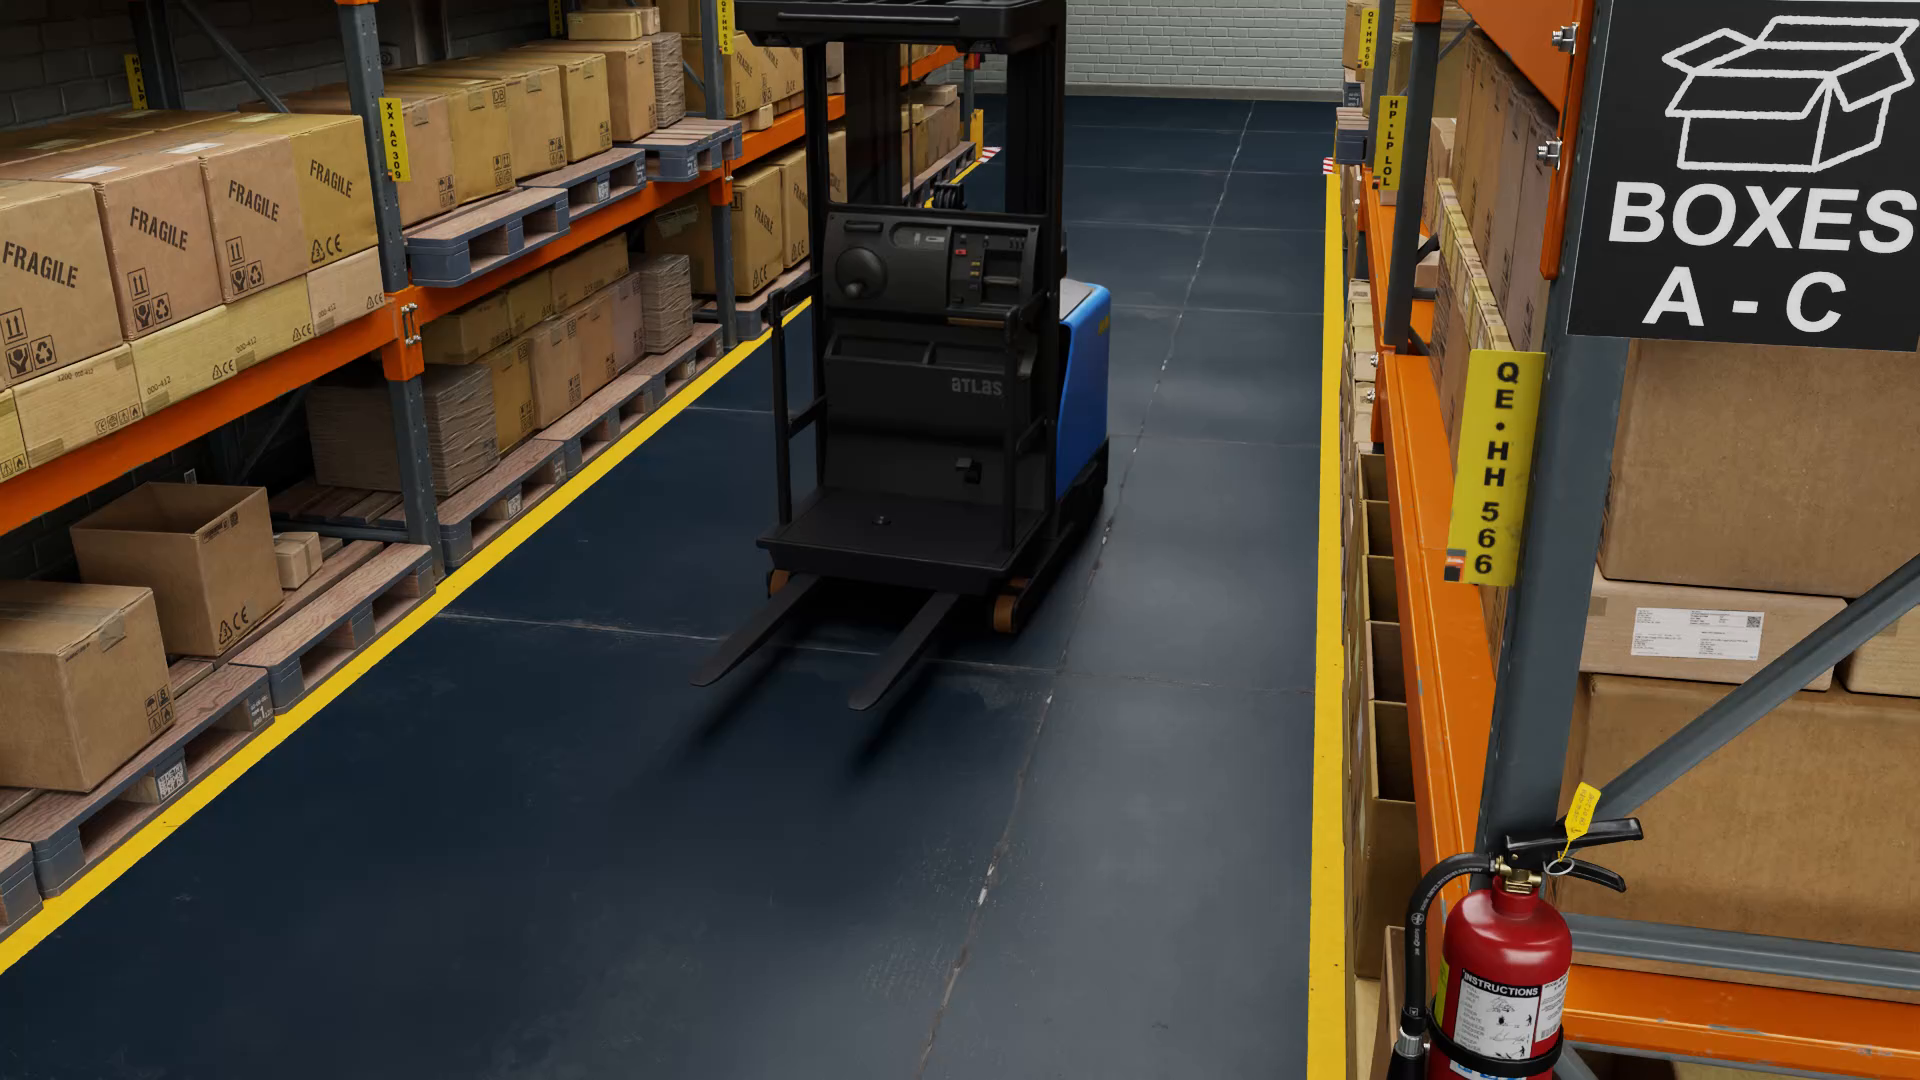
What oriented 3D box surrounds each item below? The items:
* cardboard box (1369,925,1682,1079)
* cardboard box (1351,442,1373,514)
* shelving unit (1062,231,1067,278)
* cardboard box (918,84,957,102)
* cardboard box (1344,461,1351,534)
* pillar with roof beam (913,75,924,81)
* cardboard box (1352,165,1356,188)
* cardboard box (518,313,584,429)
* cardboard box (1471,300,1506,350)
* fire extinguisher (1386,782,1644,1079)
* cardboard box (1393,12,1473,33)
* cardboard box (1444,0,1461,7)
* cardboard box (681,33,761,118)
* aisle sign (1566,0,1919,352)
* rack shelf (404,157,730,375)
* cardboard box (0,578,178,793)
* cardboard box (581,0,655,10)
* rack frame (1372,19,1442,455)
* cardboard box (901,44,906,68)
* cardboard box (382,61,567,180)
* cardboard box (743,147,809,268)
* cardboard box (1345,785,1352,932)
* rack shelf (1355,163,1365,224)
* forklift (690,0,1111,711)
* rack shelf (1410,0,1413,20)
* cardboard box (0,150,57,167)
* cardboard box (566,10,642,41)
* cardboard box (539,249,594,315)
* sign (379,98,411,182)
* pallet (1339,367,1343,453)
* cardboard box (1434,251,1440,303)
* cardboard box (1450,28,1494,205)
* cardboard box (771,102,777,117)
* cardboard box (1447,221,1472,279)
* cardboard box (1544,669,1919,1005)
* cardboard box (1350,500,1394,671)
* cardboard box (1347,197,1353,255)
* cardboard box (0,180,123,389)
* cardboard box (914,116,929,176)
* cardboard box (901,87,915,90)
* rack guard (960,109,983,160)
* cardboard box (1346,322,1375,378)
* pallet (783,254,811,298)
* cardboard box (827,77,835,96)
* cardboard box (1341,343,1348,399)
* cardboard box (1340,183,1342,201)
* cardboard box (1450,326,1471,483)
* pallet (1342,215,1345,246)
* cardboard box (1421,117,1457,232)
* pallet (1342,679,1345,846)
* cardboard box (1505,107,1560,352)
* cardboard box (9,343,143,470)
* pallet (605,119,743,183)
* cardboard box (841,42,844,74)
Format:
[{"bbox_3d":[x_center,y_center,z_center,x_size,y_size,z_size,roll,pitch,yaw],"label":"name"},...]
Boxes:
[{"bbox_3d":[1.055,1.116,3.182,0.500,0.500,0.500,4,22,11],"label":"cardboard box"},{"bbox_3d":[1.855,-0.210,6.728,0.500,0.311,0.500,4,22,11],"label":"cardboard box"},{"bbox_3d":[0.361,-0.970,8.652,0.258,1.200,0.503,7,23,17],"label":"shelving unit"},{"bbox_3d":[-0.242,-4.638,17.269,0.380,0.149,0.250,4,22,10],"label":"cardboard box"},{"bbox_3d":[1.959,-0.139,7.302,0.500,0.250,0.500,4,22,10],"label":"cardboard box"},{"bbox_3d":[3.570,-9.134,18.487,9.100,9.000,0.400,4,22,11],"label":"pillar with roof beam"},{"bbox_3d":[3.144,-2.655,12.184,0.500,0.250,0.500,5,22,11],"label":"cardboard box"},{"bbox_3d":[-2.464,-0.928,8.901,0.700,0.500,0.500,5,22,12],"label":"cardboard box"},{"bbox_3d":[1.442,-0.467,3.996,0.380,0.149,0.250,4,22,10],"label":"cardboard box"},{"bbox_3d":[0.758,0.646,2.339,0.296,0.674,0.183,4,22,11],"label":"fire extinguisher"},{"bbox_3d":[3.385,-3.377,11.527,0.700,0.500,0.500,-1,22,-3],"label":"cardboard box"},{"bbox_3d":[4.057,-4.448,13.410,0.500,0.500,0.500,5,22,12],"label":"cardboard box"},{"bbox_3d":[-1.632,-3.052,10.857,0.500,0.500,0.500,5,22,13],"label":"cardboard box"},{"bbox_3d":[0.936,-0.602,1.854,0.394,0.787,0.004,4,22,11],"label":"aisle sign"},{"bbox_3d":[-2.389,-1.635,8.861,1.077,0.370,4.000,4,22,11],"label":"rack shelf"},{"bbox_3d":[-3.069,0.462,5.448,0.700,0.500,0.500,3,22,8],"label":"cardboard box"},{"bbox_3d":[-2.143,-3.427,10.785,0.500,0.250,0.500,5,22,12],"label":"cardboard box"},{"bbox_3d":[2.053,-0.861,5.976,1.000,3.000,0.127,4,22,11],"label":"rack frame"},{"bbox_3d":[-1.038,-4.499,14.608,0.980,0.700,0.700,5,22,12],"label":"cardboard box"},{"bbox_3d":[-2.435,-2.118,8.375,0.700,0.500,0.500,8,23,18],"label":"cardboard box"},{"bbox_3d":[-1.518,-2.476,12.303,0.750,0.750,0.750,4,22,11],"label":"cardboard box"},{"bbox_3d":[1.351,0.915,4.686,0.500,0.250,0.500,4,22,11],"label":"cardboard box"},{"bbox_3d":[3.277,-2.722,11.559,1.077,0.370,4.000,4,22,11],"label":"rack shelf"},{"bbox_3d":[-0.191,-1.137,6.754,1.130,2.935,3.031,7,23,16],"label":"forklift"},{"bbox_3d":[2.461,-2.650,7.366,1.077,0.370,4.000,4,22,11],"label":"rack shelf"},{"bbox_3d":[-3.314,-0.998,5.487,0.500,0.500,0.500,5,22,12],"label":"cardboard box"},{"bbox_3d":[-2.073,-3.004,9.707,0.380,0.149,0.250,1,22,2],"label":"cardboard box"},{"bbox_3d":[-2.355,-1.433,9.150,0.500,0.250,0.500,4,22,11],"label":"cardboard box"},{"bbox_3d":[-2.265,-1.600,6.653,0.100,0.325,0.005,4,22,11],"label":"sign"},{"bbox_3d":[2.663,-0.732,9.389,1.003,0.211,1.213,4,22,11],"label":"pallet"},{"bbox_3d":[2.110,-0.975,6.459,0.500,0.250,0.500,6,23,14],"label":"cardboard box"},{"bbox_3d":[1.968,-1.346,5.311,0.700,0.500,0.500,5,22,11],"label":"cardboard box"},{"bbox_3d":[-1.515,-3.075,11.782,0.380,0.149,0.250,5,22,12],"label":"cardboard box"},{"bbox_3d":[1.654,-0.842,4.928,0.380,0.149,0.250,4,22,10],"label":"cardboard box"},{"bbox_3d":[1.344,0.386,2.746,0.700,0.500,0.500,4,22,11],"label":"cardboard box"},{"bbox_3d":[1.557,0.201,5.454,0.500,0.500,0.500,4,22,11],"label":"cardboard box"},{"bbox_3d":[3.141,-2.295,12.293,0.500,0.500,0.500,5,22,12],"label":"cardboard box"},{"bbox_3d":[-2.906,-0.772,4.925,0.500,0.500,0.500,5,23,13],"label":"cardboard box"},{"bbox_3d":[-0.699,-3.835,16.144,0.700,0.500,0.500,5,22,12],"label":"cardboard box"},{"bbox_3d":[-0.667,-4.574,17.111,0.380,0.149,0.250,5,22,11],"label":"cardboard box"},{"bbox_3d":[-0.344,-4.475,18.296,1.175,0.500,0.348,4,22,11],"label":"rack guard"},{"bbox_3d":[2.269,-0.955,8.577,0.500,0.311,0.500,4,22,9],"label":"cardboard box"},{"bbox_3d":[-1.496,-2.134,12.870,1.003,0.211,1.213,4,22,11],"label":"pallet"},{"bbox_3d":[-1.193,-3.540,12.937,0.380,0.149,0.250,4,22,11],"label":"cardboard box"},{"bbox_3d":[2.373,-0.890,9.167,0.500,0.250,0.500,4,22,9],"label":"cardboard box"},{"bbox_3d":[3.541,-3.040,14.614,0.380,0.149,0.250,4,22,11],"label":"cardboard box"},{"bbox_3d":[1.761,-0.368,4.618,0.700,0.500,0.500,5,22,12],"label":"cardboard box"},{"bbox_3d":[3.826,-2.744,14.385,1.003,0.211,1.213,4,22,11],"label":"pallet"},{"bbox_3d":[2.543,-1.755,8.063,0.500,0.500,0.500,3,22,8],"label":"cardboard box"},{"bbox_3d":[1.849,0.720,5.783,1.003,0.211,1.213,4,22,11],"label":"pallet"},{"bbox_3d":[1.559,-0.612,3.489,0.700,0.500,0.500,5,22,11],"label":"cardboard box"},{"bbox_3d":[-2.896,-0.430,5.079,0.500,0.250,0.500,5,22,11],"label":"cardboard box"},{"bbox_3d":[-2.022,-2.342,9.911,1.213,0.211,1.003,4,22,11],"label":"pallet"},{"bbox_3d":[-1.107,-3.981,13.165,0.500,0.500,0.500,5,22,11],"label":"cardboard box"}]
